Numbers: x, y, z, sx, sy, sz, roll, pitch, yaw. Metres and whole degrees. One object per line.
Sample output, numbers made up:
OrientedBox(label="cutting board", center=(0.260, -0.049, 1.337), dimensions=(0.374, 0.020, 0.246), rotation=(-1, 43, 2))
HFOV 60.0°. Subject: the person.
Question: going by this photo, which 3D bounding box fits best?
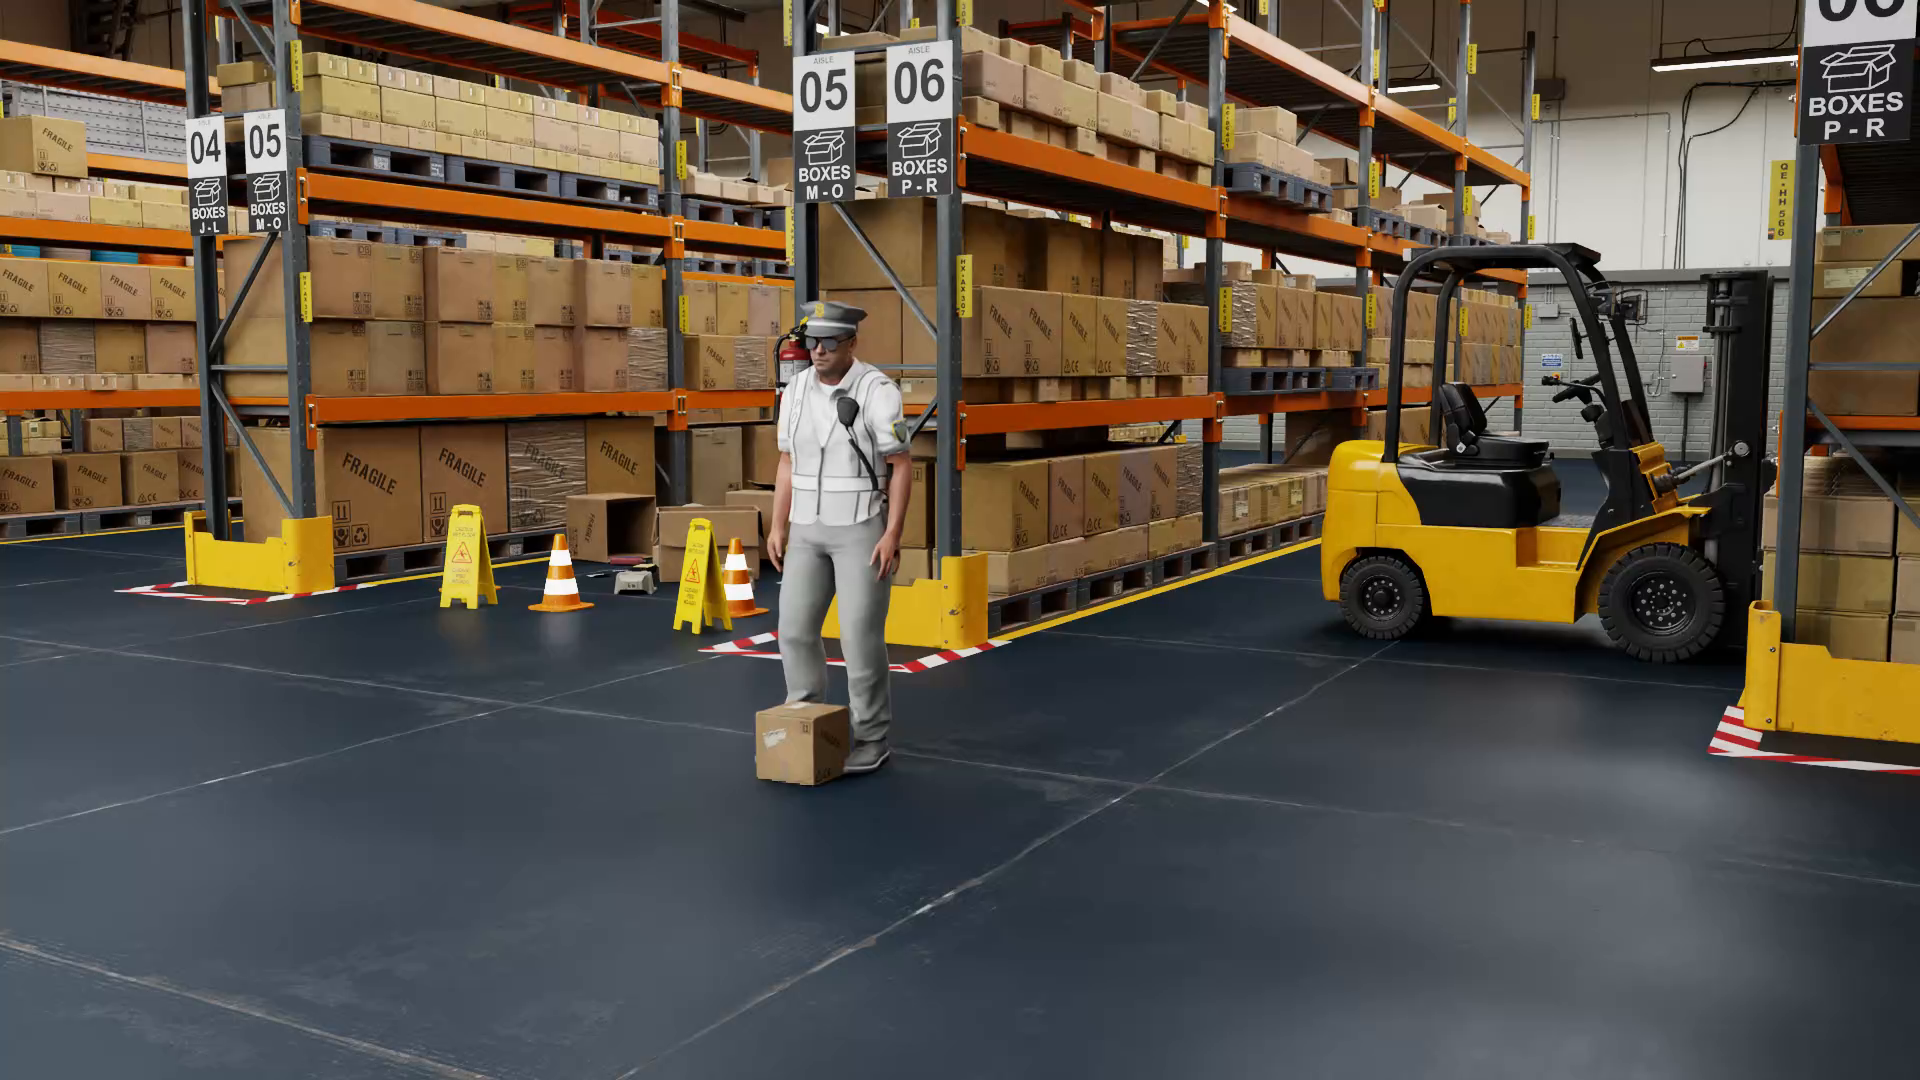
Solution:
OrientedBox(label="person", center=(-0.454, -0.022, 6.307), dimensions=(0.580, 1.748, 0.434), rotation=(3, 7, 26))
